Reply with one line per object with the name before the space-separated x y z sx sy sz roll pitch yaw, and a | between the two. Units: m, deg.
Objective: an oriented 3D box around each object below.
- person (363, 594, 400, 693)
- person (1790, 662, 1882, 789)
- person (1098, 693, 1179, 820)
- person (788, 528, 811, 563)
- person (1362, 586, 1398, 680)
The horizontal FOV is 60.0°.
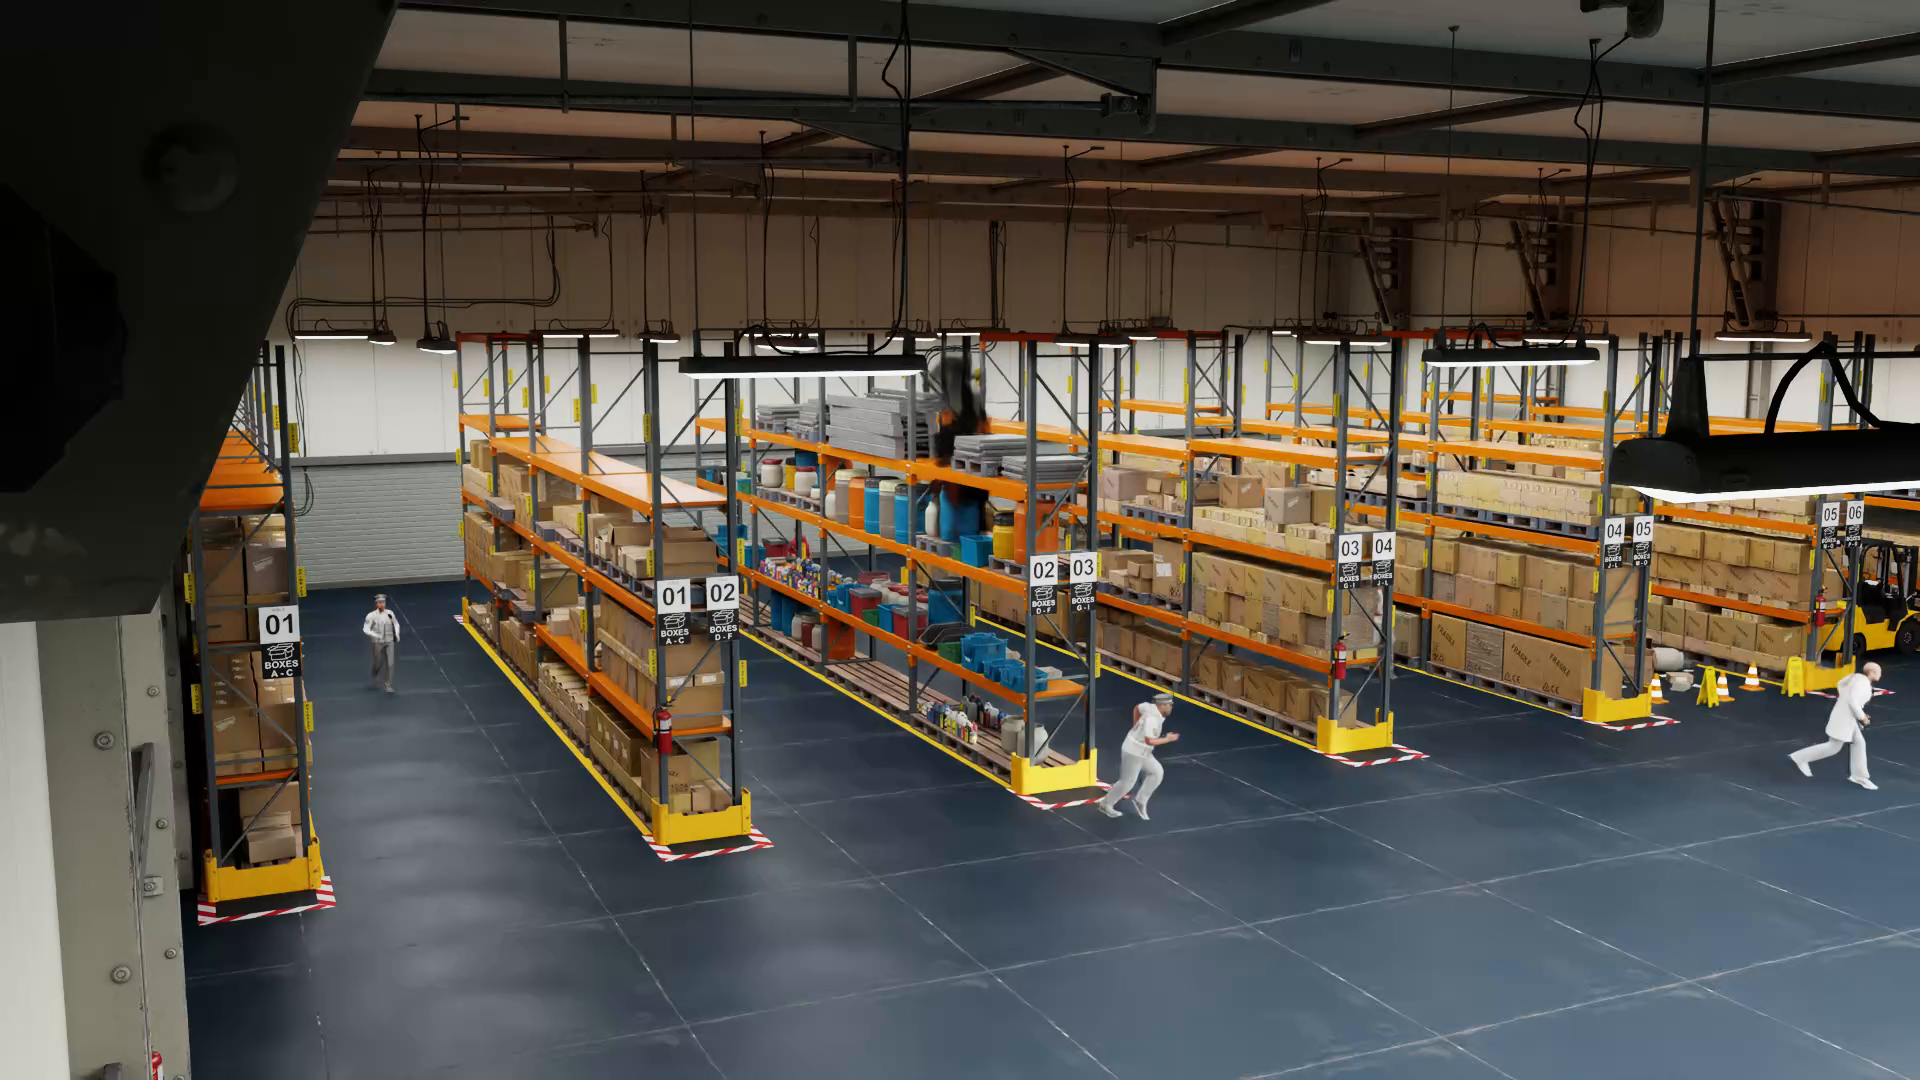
person | -9.774 1.728 28.128 0.592 1.648 0.707 -5 9 -33
person | 11.873 2.483 22.511 1.083 1.738 0.740 2 8 17
person | 2.255 2.736 20.962 1.009 1.673 0.695 1 8 10
person | -3.521 0.514 37.106 0.551 1.642 0.740 6 10 36
person | 7.410 1.506 29.287 0.680 1.839 0.842 -4 9 -29
